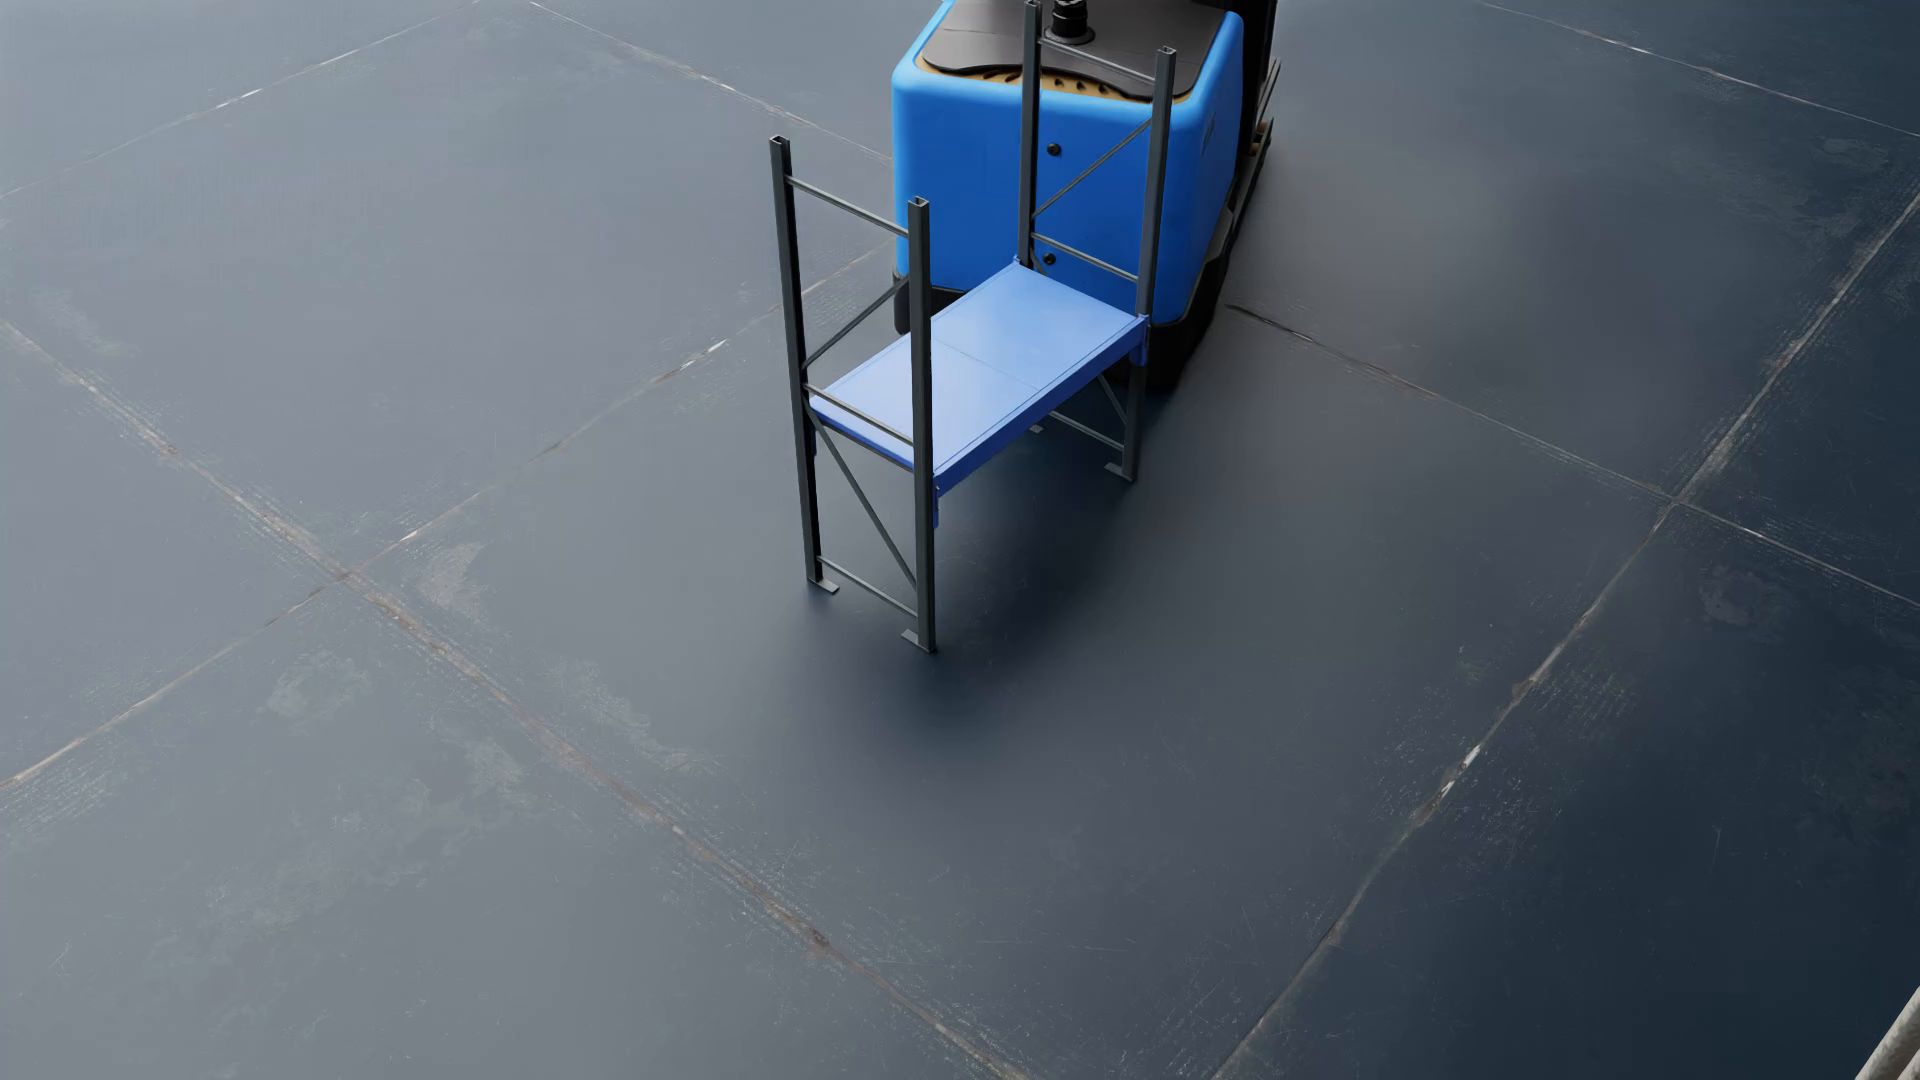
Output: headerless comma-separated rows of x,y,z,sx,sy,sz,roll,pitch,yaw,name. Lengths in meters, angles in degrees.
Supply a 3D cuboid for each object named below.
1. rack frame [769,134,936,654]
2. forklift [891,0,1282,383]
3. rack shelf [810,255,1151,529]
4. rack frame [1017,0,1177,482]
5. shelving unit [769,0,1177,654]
-0.272,-0.337,4.506,0.500,1.500,0.032,29,50,28,rack frame
0.683,-2.630,5.964,1.130,2.935,3.031,12,44,13,forklift
0.055,-0.466,4.915,0.538,0.185,1.000,29,50,28,rack shelf
0.382,-0.861,5.082,0.500,1.500,0.032,29,50,28,rack frame
0.055,-0.599,4.794,0.538,1.500,1.048,29,50,28,shelving unit
